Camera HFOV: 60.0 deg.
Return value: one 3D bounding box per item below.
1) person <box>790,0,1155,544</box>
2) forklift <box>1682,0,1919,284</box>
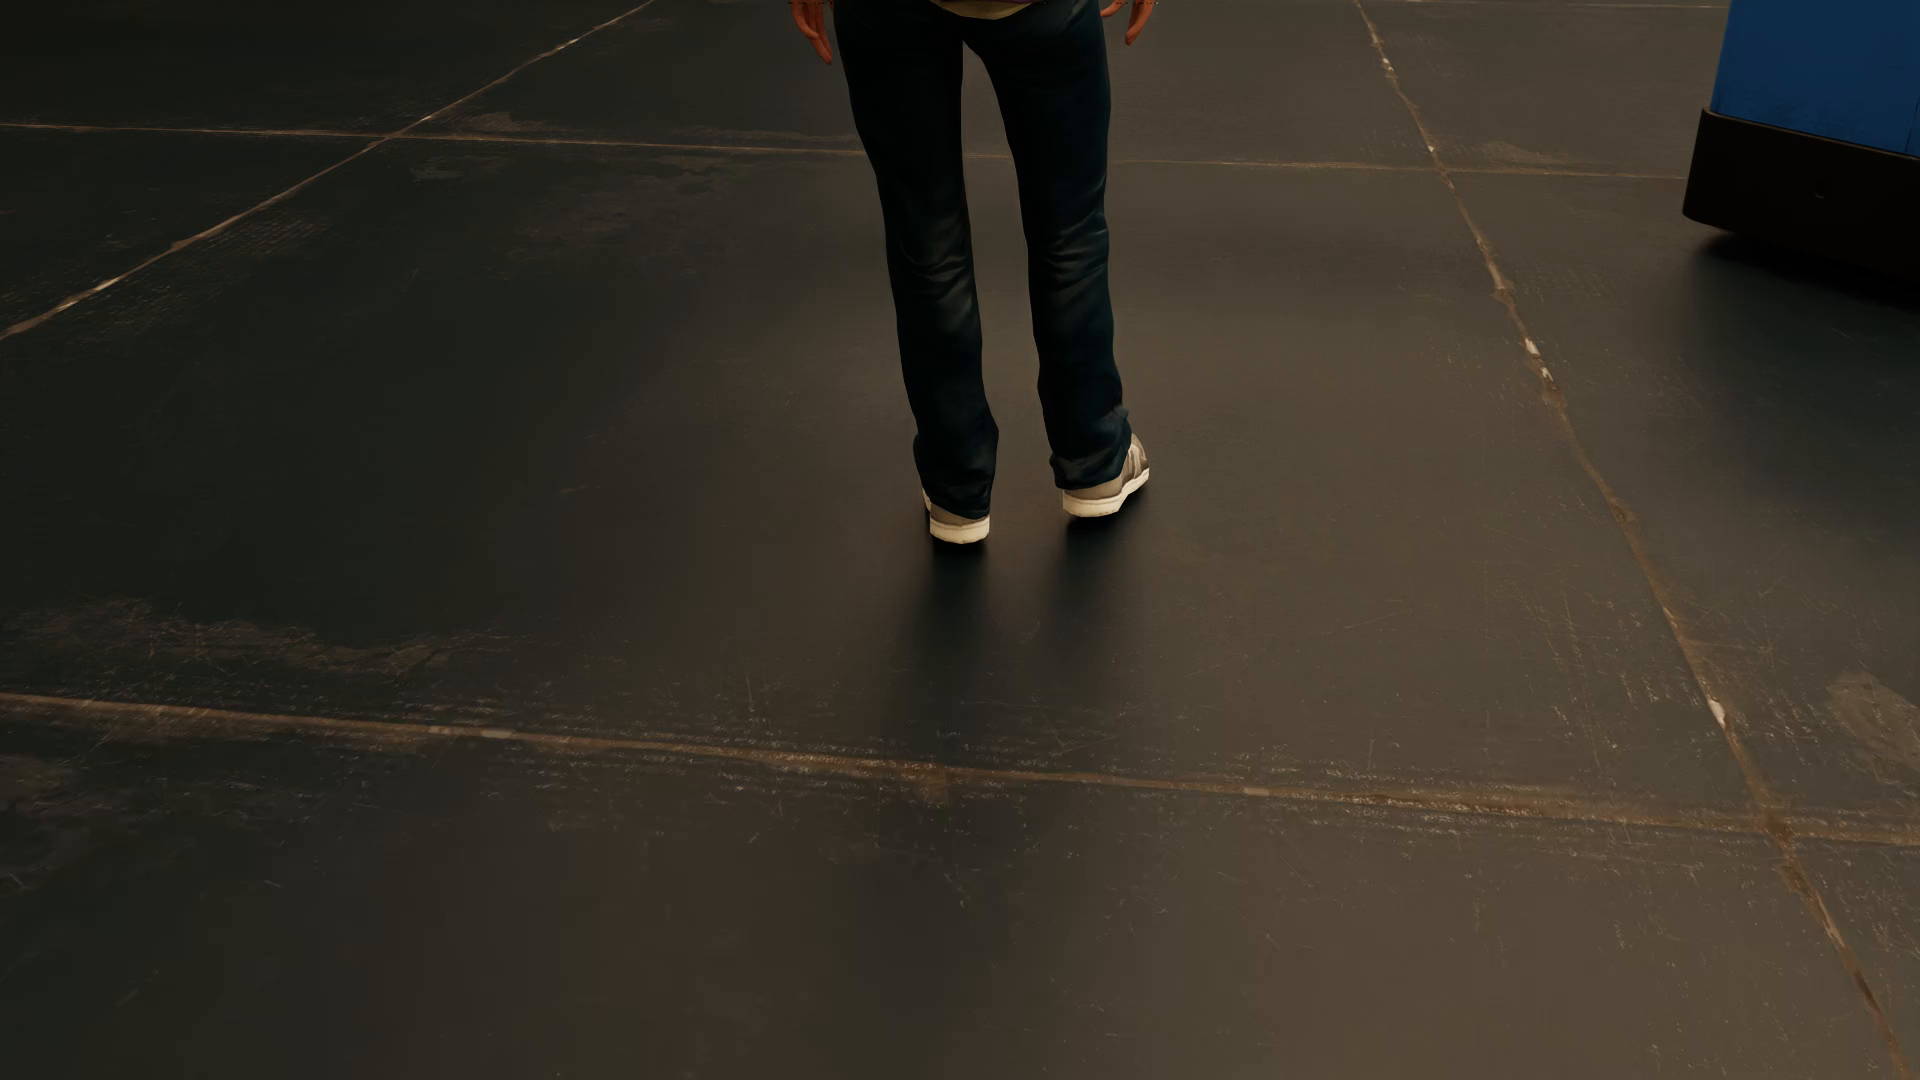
[{"bbox_3d":[0.023,-0.753,2.205,0.521,1.599,0.473,3,27,7],"label":"person"},{"bbox_3d":[3.202,-2.152,3.531,3.031,2.935,1.130,-15,30,-27],"label":"forklift"}]
